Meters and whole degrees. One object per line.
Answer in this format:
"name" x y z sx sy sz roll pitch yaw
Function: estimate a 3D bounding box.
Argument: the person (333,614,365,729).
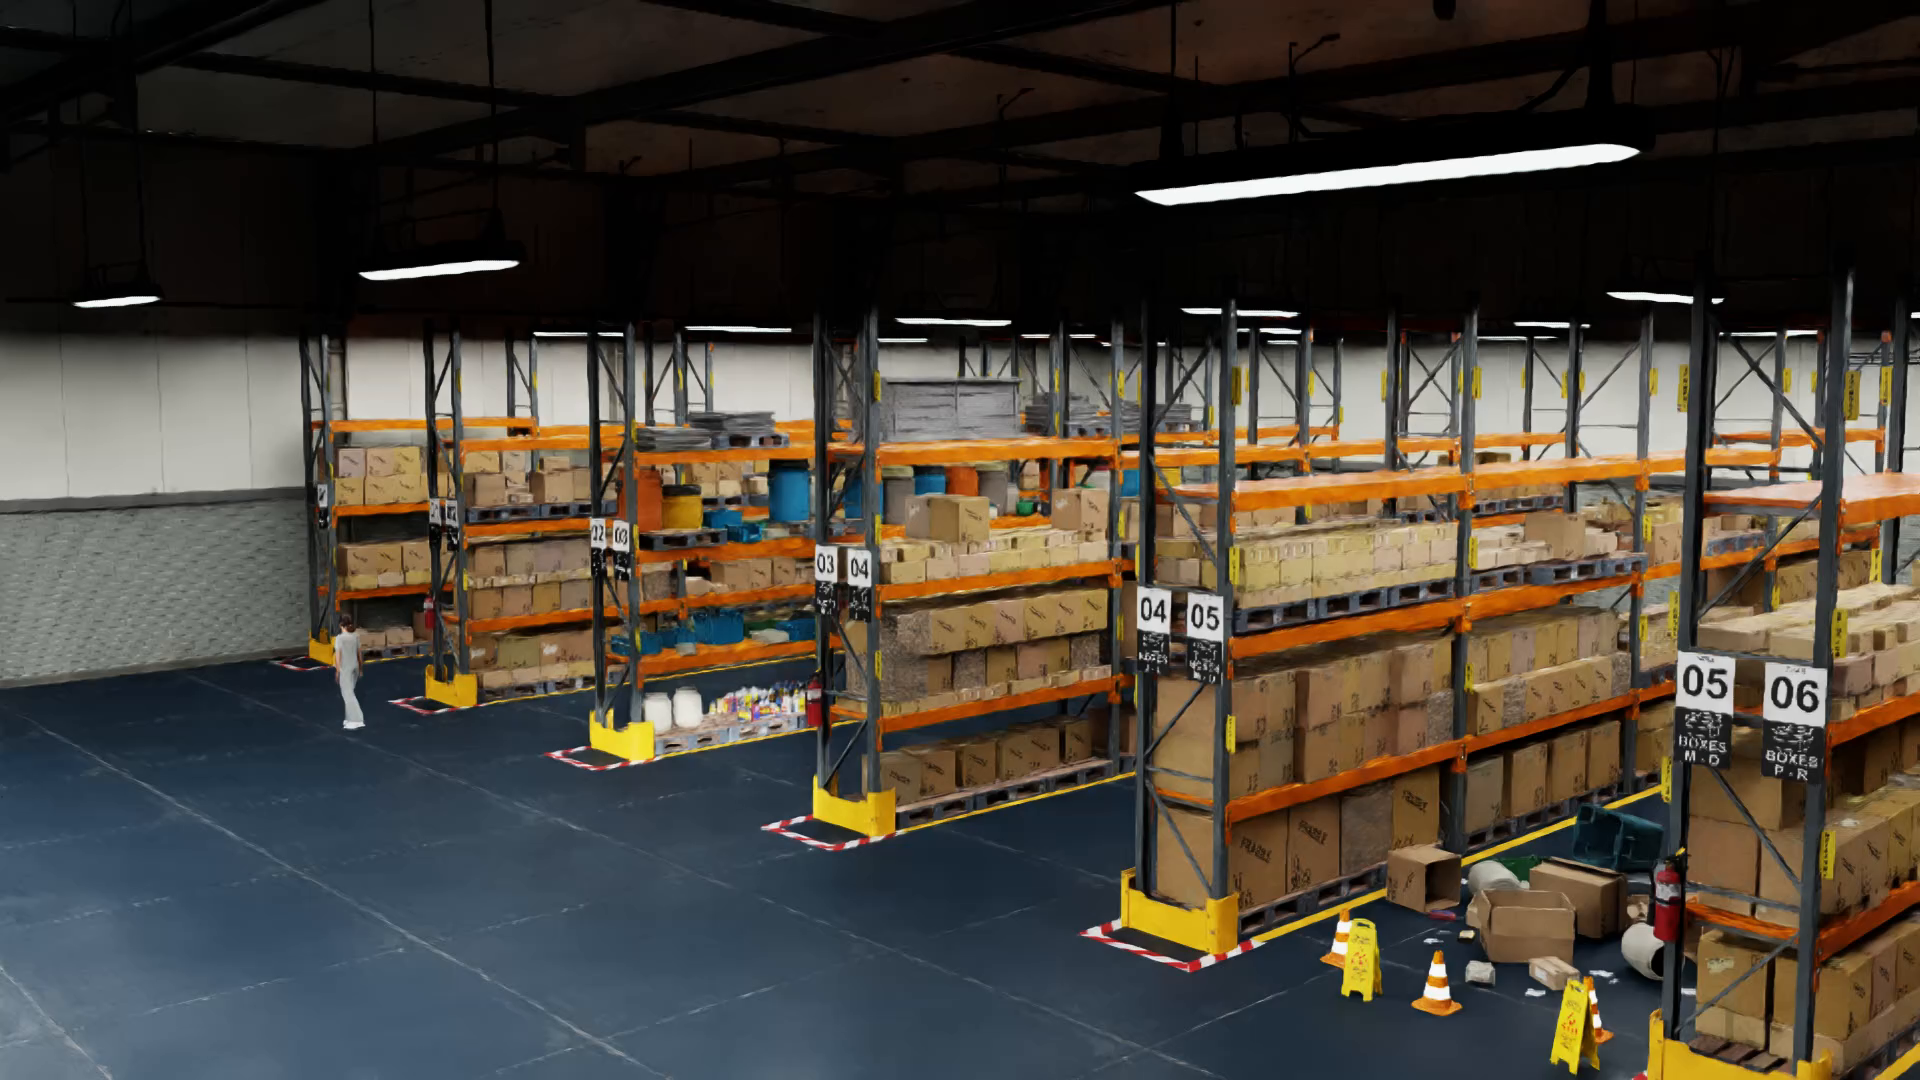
"person" -8.873 1.905 24.187 0.531 1.666 0.564 2 6 22
